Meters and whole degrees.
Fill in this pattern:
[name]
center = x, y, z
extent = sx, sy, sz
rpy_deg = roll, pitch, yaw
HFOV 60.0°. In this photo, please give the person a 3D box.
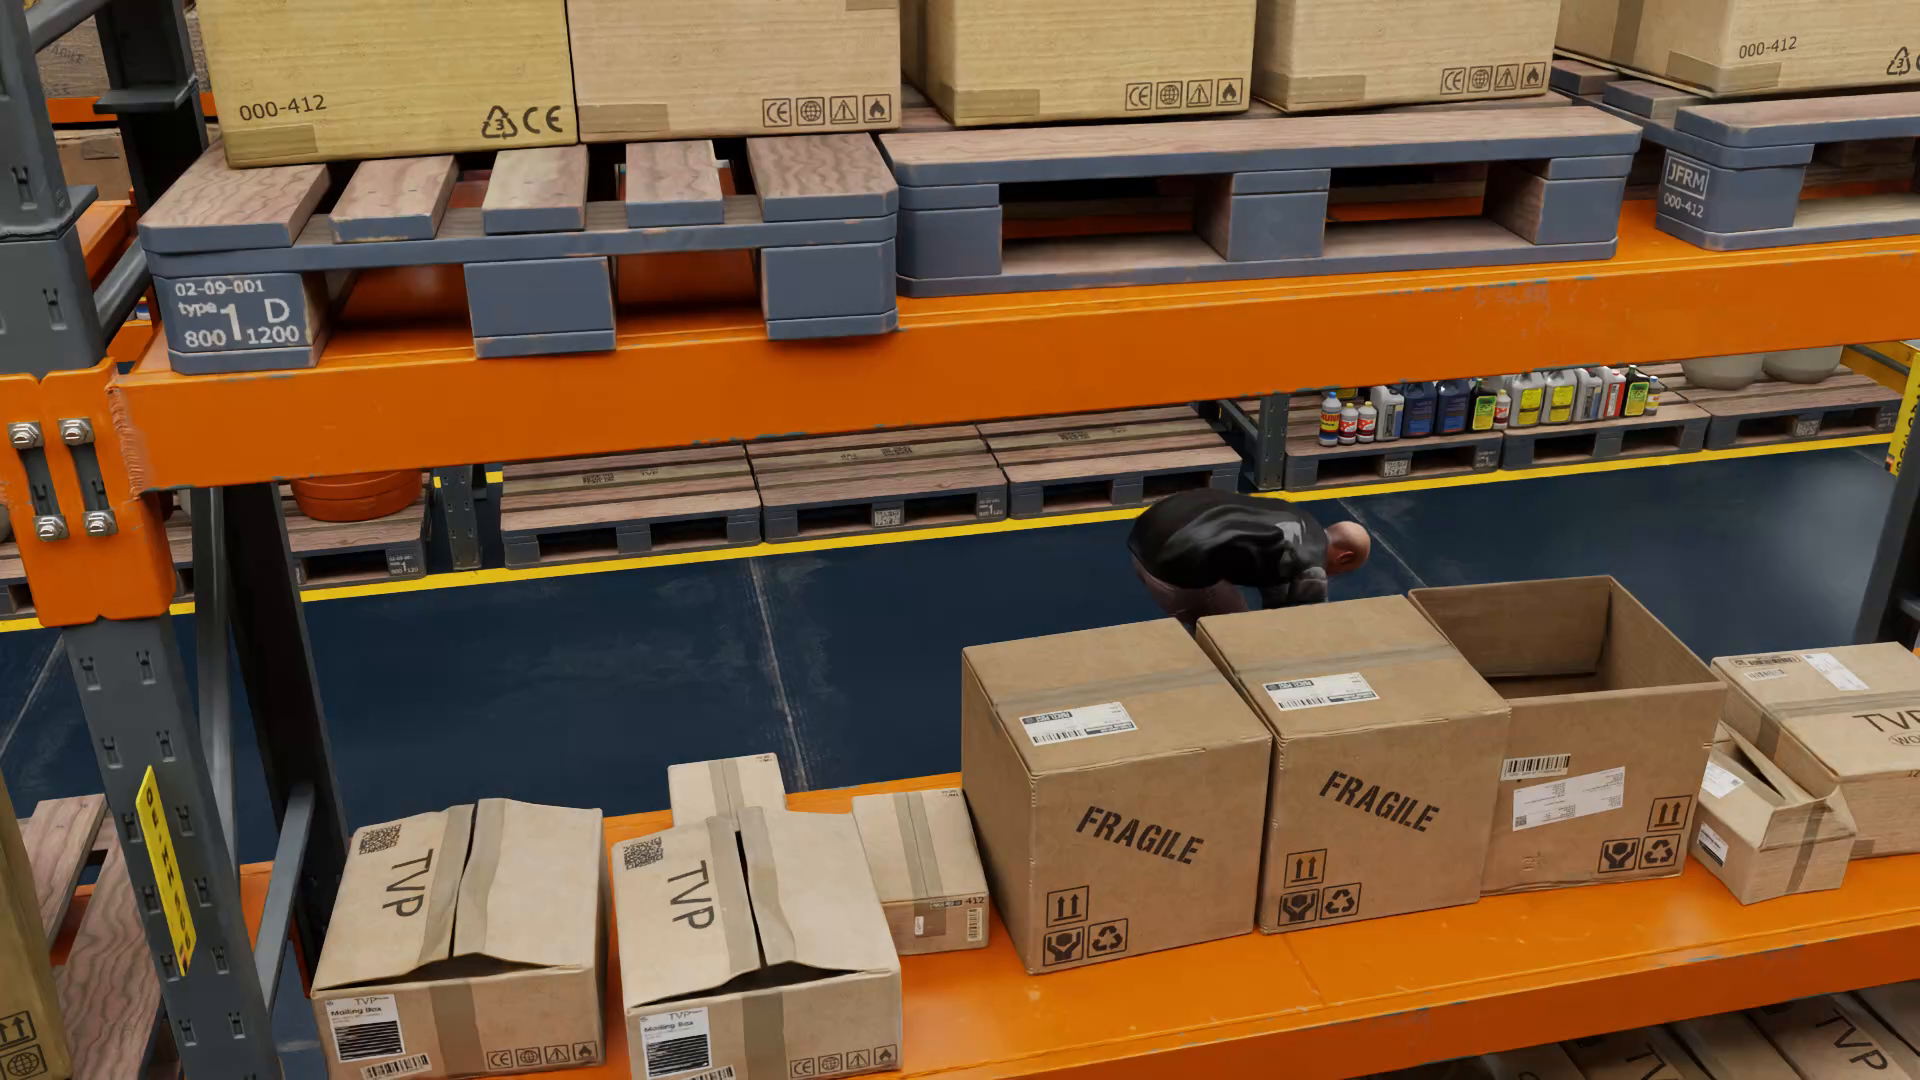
[person]
center = 1.104, 0.281, 6.343
extent = 0.952, 1.041, 0.483
rpy_deg = -7, 27, -14
